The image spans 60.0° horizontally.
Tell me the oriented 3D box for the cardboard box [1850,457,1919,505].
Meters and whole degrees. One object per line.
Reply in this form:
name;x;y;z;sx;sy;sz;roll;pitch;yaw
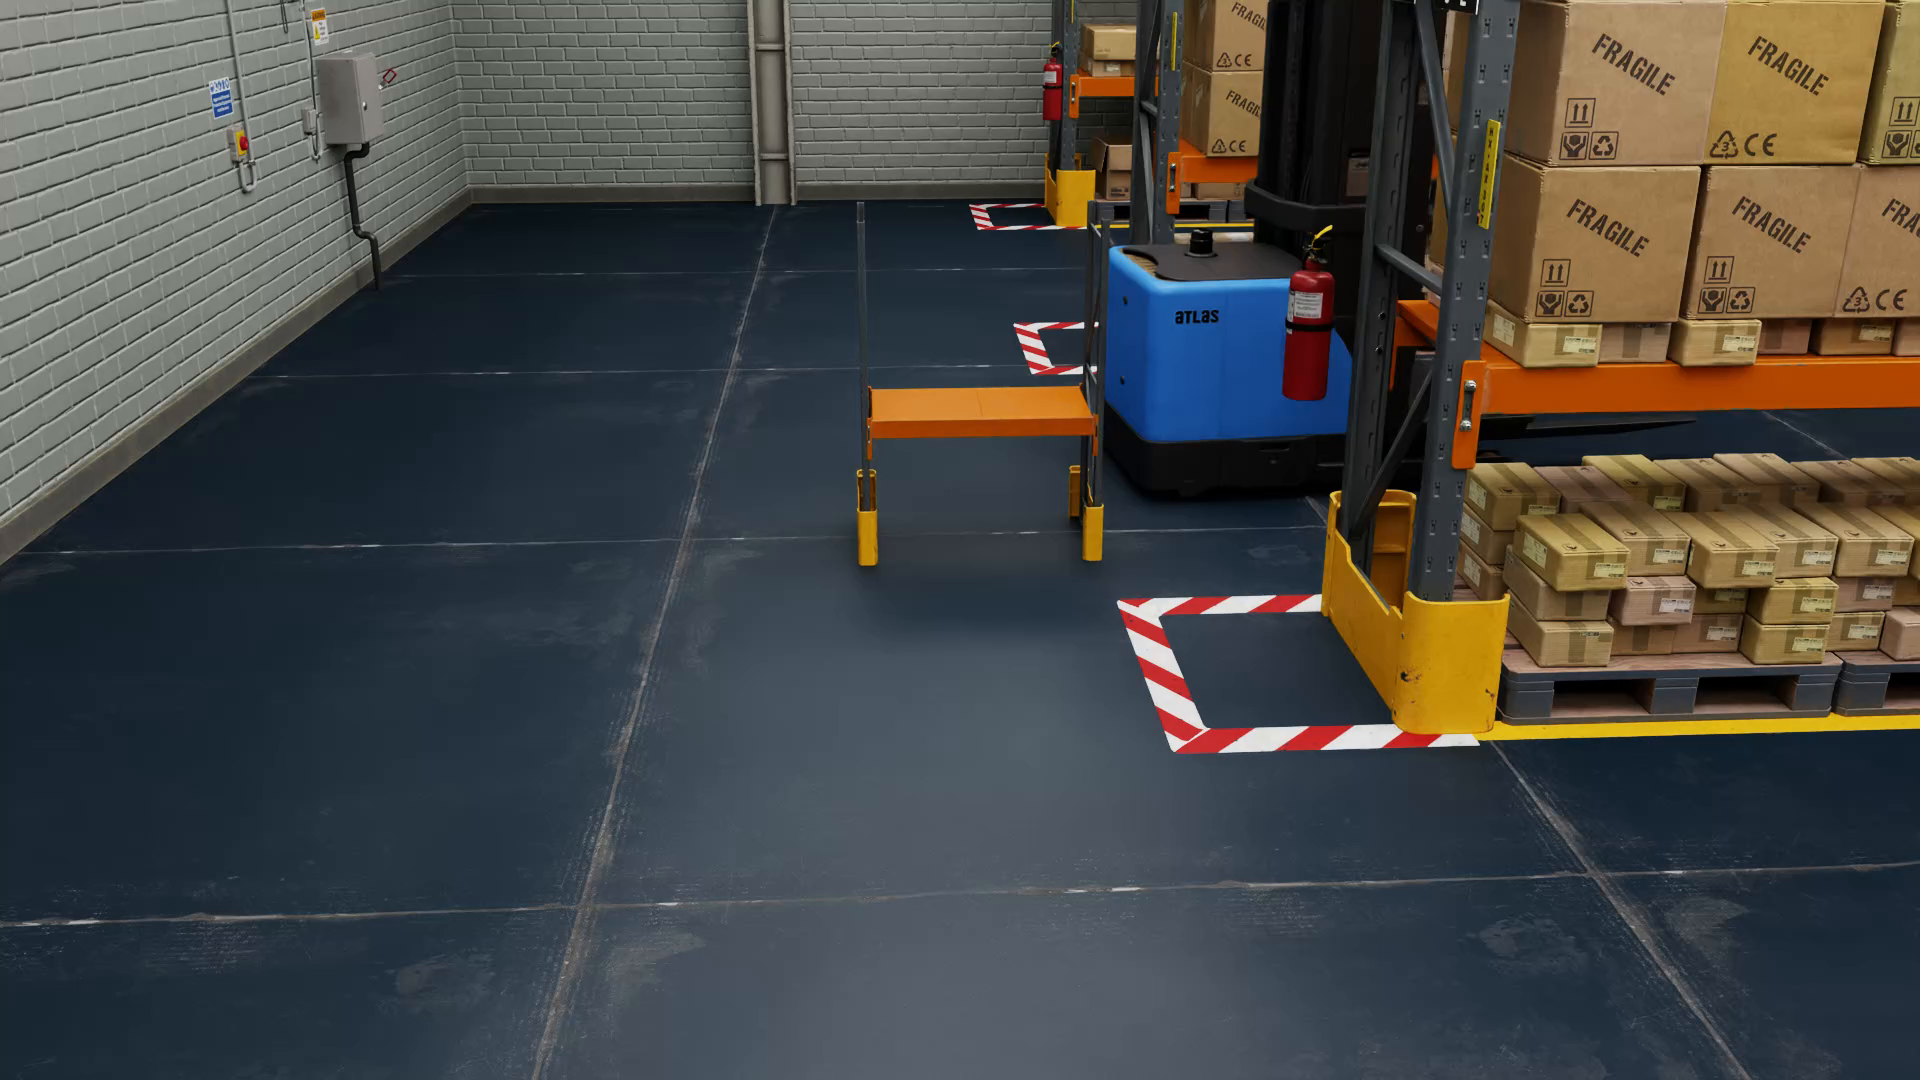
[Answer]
cardboard box;3.689;-0.194;6.496;0.250;0.149;0.380;-1;21;-3

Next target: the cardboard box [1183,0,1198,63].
cardboard box;1.697;-3.292;10.506;0.500;0.500;0.500;0;21;-1

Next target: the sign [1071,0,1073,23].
sign;0.974;-4.658;14.424;0.005;0.325;0.100;-1;21;-3

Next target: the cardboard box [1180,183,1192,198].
cardboard box;1.985;-3.284;15.448;0.250;0.149;0.380;-2;21;-5

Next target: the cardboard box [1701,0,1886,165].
cardboard box;2.580;-1.507;5.401;0.500;0.500;0.500;-1;21;-1

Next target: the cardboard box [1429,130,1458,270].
cardboard box;2.047;-1.213;6.034;0.500;0.500;0.500;-1;21;-2

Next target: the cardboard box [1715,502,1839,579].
cardboard box;2.926;-0.001;5.989;0.250;0.149;0.380;-2;21;-6

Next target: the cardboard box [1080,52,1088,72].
cardboard box;1.258;-4.431;15.397;0.250;0.149;0.380;-1;21;-4

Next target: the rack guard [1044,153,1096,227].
rack guard;1.018;-3.280;15.533;0.348;0.500;1.175;-1;21;-3

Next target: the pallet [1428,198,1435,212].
pallet;4.250;-3.211;15.759;1.213;0.211;1.003;-1;21;-3

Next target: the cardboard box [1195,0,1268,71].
cardboard box;1.725;-3.106;10.018;0.500;0.500;0.500;-2;21;-4

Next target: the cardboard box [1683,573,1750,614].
cardboard box;2.667;0.129;6.066;0.250;0.149;0.380;-1;21;-2

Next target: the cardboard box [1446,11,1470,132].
cardboard box;2.056;-1.678;5.848;0.500;0.500;0.500;-2;21;-4

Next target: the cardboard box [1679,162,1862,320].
cardboard box;2.610;-1.044;5.588;0.500;0.500;0.500;-1;21;-3

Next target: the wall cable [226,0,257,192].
wall cable;-4.399;-3.050;9.945;0.123;1.953;0.585;-1;21;-3

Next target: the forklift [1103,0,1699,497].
forklift;2.290;-1.811;8.259;3.031;2.935;1.130;-3;21;-9

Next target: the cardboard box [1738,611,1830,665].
cardboard box;2.920;0.304;6.024;0.250;0.149;0.380;-1;21;-2

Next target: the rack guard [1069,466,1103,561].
rack guard;0.573;-0.128;7.607;0.087;0.250;0.587;-1;21;-3

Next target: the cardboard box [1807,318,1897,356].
cardboard box;3.002;-0.757;5.746;0.250;0.149;0.380;-1;21;-4

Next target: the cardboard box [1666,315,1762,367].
cardboard box;2.478;-0.706;5.613;0.250;0.149;0.380;-2;21;-5

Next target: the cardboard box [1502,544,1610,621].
cardboard box;2.151;0.150;6.008;0.250;0.149;0.380;0;21;-1

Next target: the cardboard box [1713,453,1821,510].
cardboard box;3.160;-0.213;6.545;0.250;0.149;0.380;0;21;-1

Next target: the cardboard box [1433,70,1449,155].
cardboard box;2.737;-2.662;10.257;0.500;0.500;0.500;-1;21;-3

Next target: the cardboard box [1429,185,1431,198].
cardboard box;4.397;-3.276;15.427;0.250;0.149;0.380;-2;21;-5

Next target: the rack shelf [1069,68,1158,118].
rack shelf;2.939;-4.151;15.319;4.000;0.370;1.077;-1;21;-3

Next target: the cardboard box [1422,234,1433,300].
cardboard box;2.796;-1.753;11.020;0.875;0.438;0.875;-1;21;-2

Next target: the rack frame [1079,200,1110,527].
rack frame;0.593;-0.713;7.386;0.032;1.500;0.500;-1;21;-3

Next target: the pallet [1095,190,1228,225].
pallet;1.814;-3.161;15.628;1.213;0.211;1.003;-1;21;-3

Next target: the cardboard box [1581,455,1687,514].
cardboard box;2.633;-0.205;6.524;0.250;0.149;0.380;-2;21;-4

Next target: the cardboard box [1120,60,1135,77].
cardboard box;1.538;-4.260;14.948;0.250;0.149;0.380;-1;21;-2

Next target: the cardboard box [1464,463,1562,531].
cardboard box;2.127;-0.170;6.432;0.250;0.149;0.380;-1;21;-2

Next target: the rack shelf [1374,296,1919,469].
rack shelf;3.610;-0.632;6.075;4.000;0.370;1.077;-1;21;-3

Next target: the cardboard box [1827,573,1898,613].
cardboard box;3.189;0.123;6.081;0.250;0.149;0.380;-2;21;-6

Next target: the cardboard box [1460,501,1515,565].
cardboard box;2.124;-0.042;6.514;0.250;0.149;0.380;-2;21;-5

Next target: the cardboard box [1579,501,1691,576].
cardboard box;2.424;-0.007;6.005;0.250;0.149;0.380;-1;21;-2

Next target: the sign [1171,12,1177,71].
sign;1.255;-2.928;9.767;0.005;0.325;0.100;-1;21;-3

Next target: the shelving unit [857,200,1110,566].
shelving unit;0.076;-0.702;7.358;1.083;1.500;0.587;-1;21;-3

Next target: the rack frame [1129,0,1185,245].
rack frame;1.230;-2.683;10.454;0.127;3.000;1.000;-1;21;-3

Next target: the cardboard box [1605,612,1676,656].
cardboard box;2.411;0.278;6.093;0.250;0.149;0.380;-1;21;-3

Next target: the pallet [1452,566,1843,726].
pallet;2.502;0.371;6.351;1.213;0.211;1.003;-1;21;-3

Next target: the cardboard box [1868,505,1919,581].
cardboard box;3.468;0.007;5.967;0.250;0.149;0.380;-1;21;-2

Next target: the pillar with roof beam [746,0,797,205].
pillar with roof beam;-1.555;-5.986;10.698;0.400;9.000;9.100;-1;21;-3

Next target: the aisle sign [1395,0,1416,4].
aisle sign;1.523;-2.247;5.654;0.004;0.787;0.394;-1;21;-3

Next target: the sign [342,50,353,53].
sign;-4.608;-3.437;12.565;0.001;0.494;0.329;-1;21;-3

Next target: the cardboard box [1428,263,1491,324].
cardboard box;1.922;-0.917;6.166;0.250;0.149;0.380;-1;21;-3

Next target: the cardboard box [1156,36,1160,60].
cardboard box;1.914;-4.439;14.858;0.500;0.250;0.500;-1;21;-2

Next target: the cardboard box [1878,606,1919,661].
cardboard box;3.423;0.291;6.058;0.250;0.149;0.380;-2;21;-6

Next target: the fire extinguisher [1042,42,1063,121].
fire extinguisher;0.822;-4.069;14.726;0.183;0.674;0.296;-1;21;-3

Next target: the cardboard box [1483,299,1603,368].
cardboard box;1.955;-0.700;5.597;0.250;0.149;0.380;-1;21;-3
